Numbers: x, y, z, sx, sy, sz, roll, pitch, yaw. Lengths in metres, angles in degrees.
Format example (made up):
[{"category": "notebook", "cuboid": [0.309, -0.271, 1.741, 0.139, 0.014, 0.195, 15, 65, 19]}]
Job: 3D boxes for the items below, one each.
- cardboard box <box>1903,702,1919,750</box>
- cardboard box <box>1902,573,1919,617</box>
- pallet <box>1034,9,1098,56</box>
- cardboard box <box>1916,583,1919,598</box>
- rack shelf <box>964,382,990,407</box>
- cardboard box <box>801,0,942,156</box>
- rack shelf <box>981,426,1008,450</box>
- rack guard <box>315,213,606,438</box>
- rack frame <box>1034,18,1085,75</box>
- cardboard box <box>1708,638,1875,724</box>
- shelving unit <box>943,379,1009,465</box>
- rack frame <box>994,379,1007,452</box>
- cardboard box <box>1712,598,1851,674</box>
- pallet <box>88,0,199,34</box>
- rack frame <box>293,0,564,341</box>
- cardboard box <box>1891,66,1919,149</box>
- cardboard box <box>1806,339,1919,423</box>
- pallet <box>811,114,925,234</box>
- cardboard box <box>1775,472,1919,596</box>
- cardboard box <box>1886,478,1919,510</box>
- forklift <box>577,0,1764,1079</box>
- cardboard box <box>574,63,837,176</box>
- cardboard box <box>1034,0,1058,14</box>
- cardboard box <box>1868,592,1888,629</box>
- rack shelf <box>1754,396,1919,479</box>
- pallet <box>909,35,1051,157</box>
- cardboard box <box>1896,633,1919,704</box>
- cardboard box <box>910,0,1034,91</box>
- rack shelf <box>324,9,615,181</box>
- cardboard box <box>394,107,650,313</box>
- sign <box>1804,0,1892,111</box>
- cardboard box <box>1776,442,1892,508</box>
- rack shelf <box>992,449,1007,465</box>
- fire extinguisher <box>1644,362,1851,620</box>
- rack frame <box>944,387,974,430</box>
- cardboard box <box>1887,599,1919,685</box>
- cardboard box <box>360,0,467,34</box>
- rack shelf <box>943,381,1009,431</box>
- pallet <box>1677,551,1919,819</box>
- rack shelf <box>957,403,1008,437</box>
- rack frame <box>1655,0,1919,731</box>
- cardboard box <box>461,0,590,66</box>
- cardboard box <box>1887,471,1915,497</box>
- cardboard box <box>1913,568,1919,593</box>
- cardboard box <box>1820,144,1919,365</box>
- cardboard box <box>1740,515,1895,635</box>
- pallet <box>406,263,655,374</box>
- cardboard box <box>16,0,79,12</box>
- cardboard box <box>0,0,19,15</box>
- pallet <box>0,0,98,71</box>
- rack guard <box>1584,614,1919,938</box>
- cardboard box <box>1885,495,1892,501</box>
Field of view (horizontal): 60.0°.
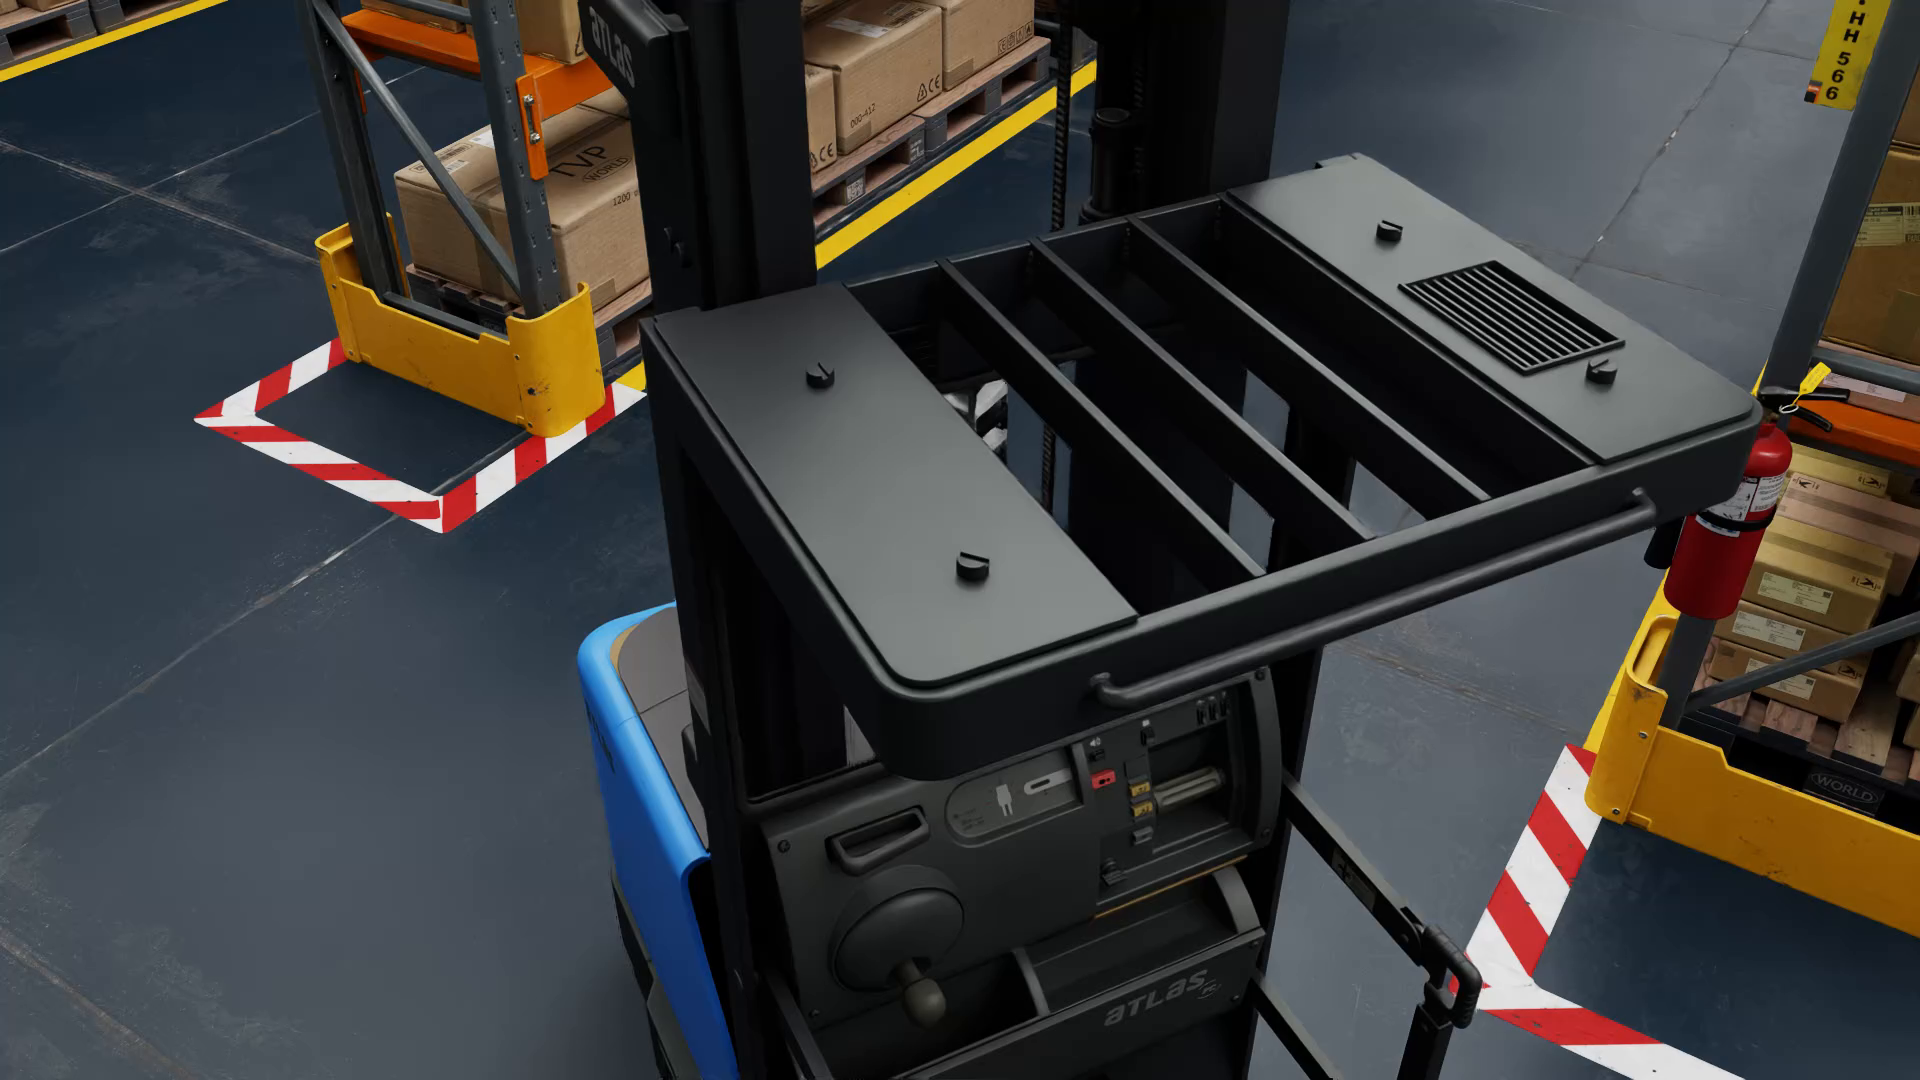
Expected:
[{"category": "cardboard box", "cuboid": [2.866, 0.516, 4.614, 0.380, 0.149, 0.250, 22, 43, 26]}, {"category": "cardboard box", "cuboid": [3.064, 0.224, 4.993, 0.380, 0.149, 0.250, 22, 43, 26]}, {"category": "pallet", "cuboid": [0.573, -3.228, 9.765, 1.003, 0.211, 1.213, 21, 42, 25]}, {"category": "cardboard box", "cuboid": [2.928, 0.106, 4.660, 0.380, 0.149, 0.250, 22, 43, 26]}, {"category": "rack shelf", "cuboid": [-0.004, -0.540, 5.325, 0.258, 0.077, 0.200, 21, 42, 25]}, {"category": "cardboard box", "cuboid": [-0.682, -2.311, 8.046, 0.875, 0.438, 0.875, 20, 42, 24]}, {"category": "rack shelf", "cuboid": [-0.004, -0.326, 5.490, 0.258, 0.077, 0.200, 21, 42, 25]}, {"category": "rack guard", "cuboid": [-1.932, -0.846, 6.438, 1.175, 0.500, 0.348, 21, 42, 25]}, {"category": "rack frame", "cuboid": [0.224, -3.910, 8.365, 1.000, 3.000, 0.127, 21, 42, 25]}, {"category": "cardboard box", "cuboid": [2.420, 0.342, 4.840, 0.380, 0.149, 0.250, 22, 43, 26]}, {"category": "shelving unit", "cuboid": [-0.004, -0.352, 5.470, 0.258, 0.900, 0.210, 21, 42, 25]}, {"category": "rack frame", "cuboid": [0.050, -0.405, 5.538, 0.240, 0.900, 0.006, 21, 42, 25]}, {"category": "cardboard box", "cuboid": [2.356, 0.199, 4.783, 0.380, 0.149, 0.250, 20, 42, 24]}, {"category": "pallet", "cuboid": [-4.991, -3.442, 10.042, 1.003, 0.211, 1.213, 21, 42, 25]}, {"category": "rack frame", "cuboid": [-1.919, -1.848, 5.690, 1.000, 3.000, 0.127, 21, 42, 25]}, {"category": "cardboard box", "cuboid": [2.350, -1.152, 3.643, 0.500, 0.500, 0.500, 20, 42, 24]}, {"category": "cardboard box", "cuboid": [2.251, -0.442, 4.072, 0.380, 0.149, 0.250, 21, 42, 25]}, {"category": "pallet", "cuboid": [-0.903, -1.808, 7.922, 1.003, 0.211, 1.213, 21, 42, 25]}, {"category": "cardboard box", "cuboid": [2.567, -0.020, 4.823, 0.380, 0.149, 0.250, 22, 43, 26]}, {"category": "cardboard box", "cuboid": [2.864, -0.175, 5.267, 0.380, 0.149, 0.250, 21, 42, 25]}, {"category": "forklift", "cuboid": [0.230, 0.565, 2.616, 1.130, 2.935, 3.031, -17, 41, -21]}, {"category": "cardboard box", "cuboid": [-1.167, -1.847, 7.444, 0.875, 0.438, 0.875, 22, 43, 26]}, {"category": "cardboard box", "cuboid": [0.488, -3.581, 9.334, 0.875, 0.875, 0.875, 23, 43, 26]}, {"category": "cardboard box", "cuboid": [2.542, 0.081, 4.935, 0.380, 0.149, 0.250, 20, 42, 24]}, {"category": "rack shelf", "cuboid": [3.386, -1.027, 5.215, 1.077, 0.370, 4.000, 21, 42, 25]}, {"category": "pallet", "cuboid": [-0.250, -2.439, 8.741, 1.003, 0.211, 1.213, 21, 42, 25]}, {"category": "cardboard box", "cuboid": [2.812, 0.378, 4.550, 0.380, 0.149, 0.250, 23, 43, 27]}, {"category": "cardboard box", "cuboid": [-0.203, -2.773, 8.645, 0.875, 0.438, 0.875, 21, 42, 24]}, {"category": "rack shelf", "cuboid": [-0.848, -2.594, 7.247, 1.077, 0.370, 4.000, 21, 42, 25]}, {"category": "cardboard box", "cuboid": [-1.650, -1.373, 6.828, 0.875, 0.438, 0.875, 20, 42, 24]}, {"category": "sign", "cuboid": [1.857, -1.057, 3.457, 0.100, 0.325, 0.005, 21, 42, 25]}, {"category": "cardboard box", "cuboid": [2.599, -0.195, 5.050, 0.380, 0.149, 0.250, 20, 42, 24]}, {"category": "rack shelf", "cuboid": [-0.004, -0.255, 5.545, 0.258, 0.077, 0.200, 21, 42, 25]}, {"category": "fire extinguisher", "cuboid": [1.790, -0.124, 3.822, 0.296, 0.674, 0.183, 21, 42, 25]}, {"category": "rack frame", "cuboid": [-0.059, -0.300, 5.402, 0.240, 0.900, 0.006, 21, 42, 25]}, {"category": "cardboard box", "cuboid": [2.937, 0.355, 4.824, 0.380, 0.149, 0.250, 21, 42, 25]}, {"category": "cardboard box", "cuboid": [-1.884, -2.223, 6.095, 0.500, 0.500, 0.500, 21, 42, 25]}, {"category": "rack shelf", "cuboid": [-0.004, -0.468, 5.380, 0.258, 0.077, 0.200, 21, 42, 25]}, {"category": "pallet", "cuboid": [2.820, 0.377, 5.088, 1.003, 0.211, 1.213, 21, 42, 25]}, {"category": "rack shelf", "cuboid": [-0.004, -0.397, 5.435, 0.258, 0.077, 0.200, 21, 42, 25]}, {"category": "rack frame", "cuboid": [2.315, -0.281, 3.658, 1.000, 3.000, 0.127, 21, 42, 25]}, {"category": "cardboard box", "cuboid": [-1.420, -2.041, 5.859, 0.500, 0.500, 0.500, 21, 42, 25]}, {"category": "cardboard box", "cuboid": [2.791, -0.308, 5.197, 0.380, 0.149, 0.250, 19, 42, 23]}, {"category": "cardboard box", "cuboid": [3.063, 0.100, 4.911, 0.380, 0.149, 0.250, 22, 43, 26]}, {"category": "cardboard box", "cuboid": [2.338, -0.754, 3.946, 0.500, 0.500, 0.500, 22, 43, 26]}, {"category": "cardboard box", "cuboid": [2.384, 0.090, 4.680, 0.380, 0.149, 0.250, 22, 43, 26]}, {"category": "pallet", "cuboid": [-1.557, -1.181, 7.110, 1.003, 0.211, 1.213, 21, 42, 25]}, {"category": "cardboard box", "cuboid": [-5.214, -3.358, 9.353, 0.700, 0.500, 0.500, 23, 43, 27]}, {"category": "cardboard box", "cuboid": [-5.444, -2.998, 9.173, 0.380, 0.149, 0.250, 19, 42, 23]}, {"category": "pallet", "cuboid": [-5.645, -2.816, 9.230, 1.003, 0.211, 1.213, 21, 42, 25]}, {"category": "rack guard", "cuboid": [2.355, 0.670, 4.472, 1.175, 0.500, 0.348, 21, 42, 25]}, {"category": "cardboard box", "cuboid": [2.633, -0.070, 5.131, 0.380, 0.149, 0.250, 19, 42, 23]}]
